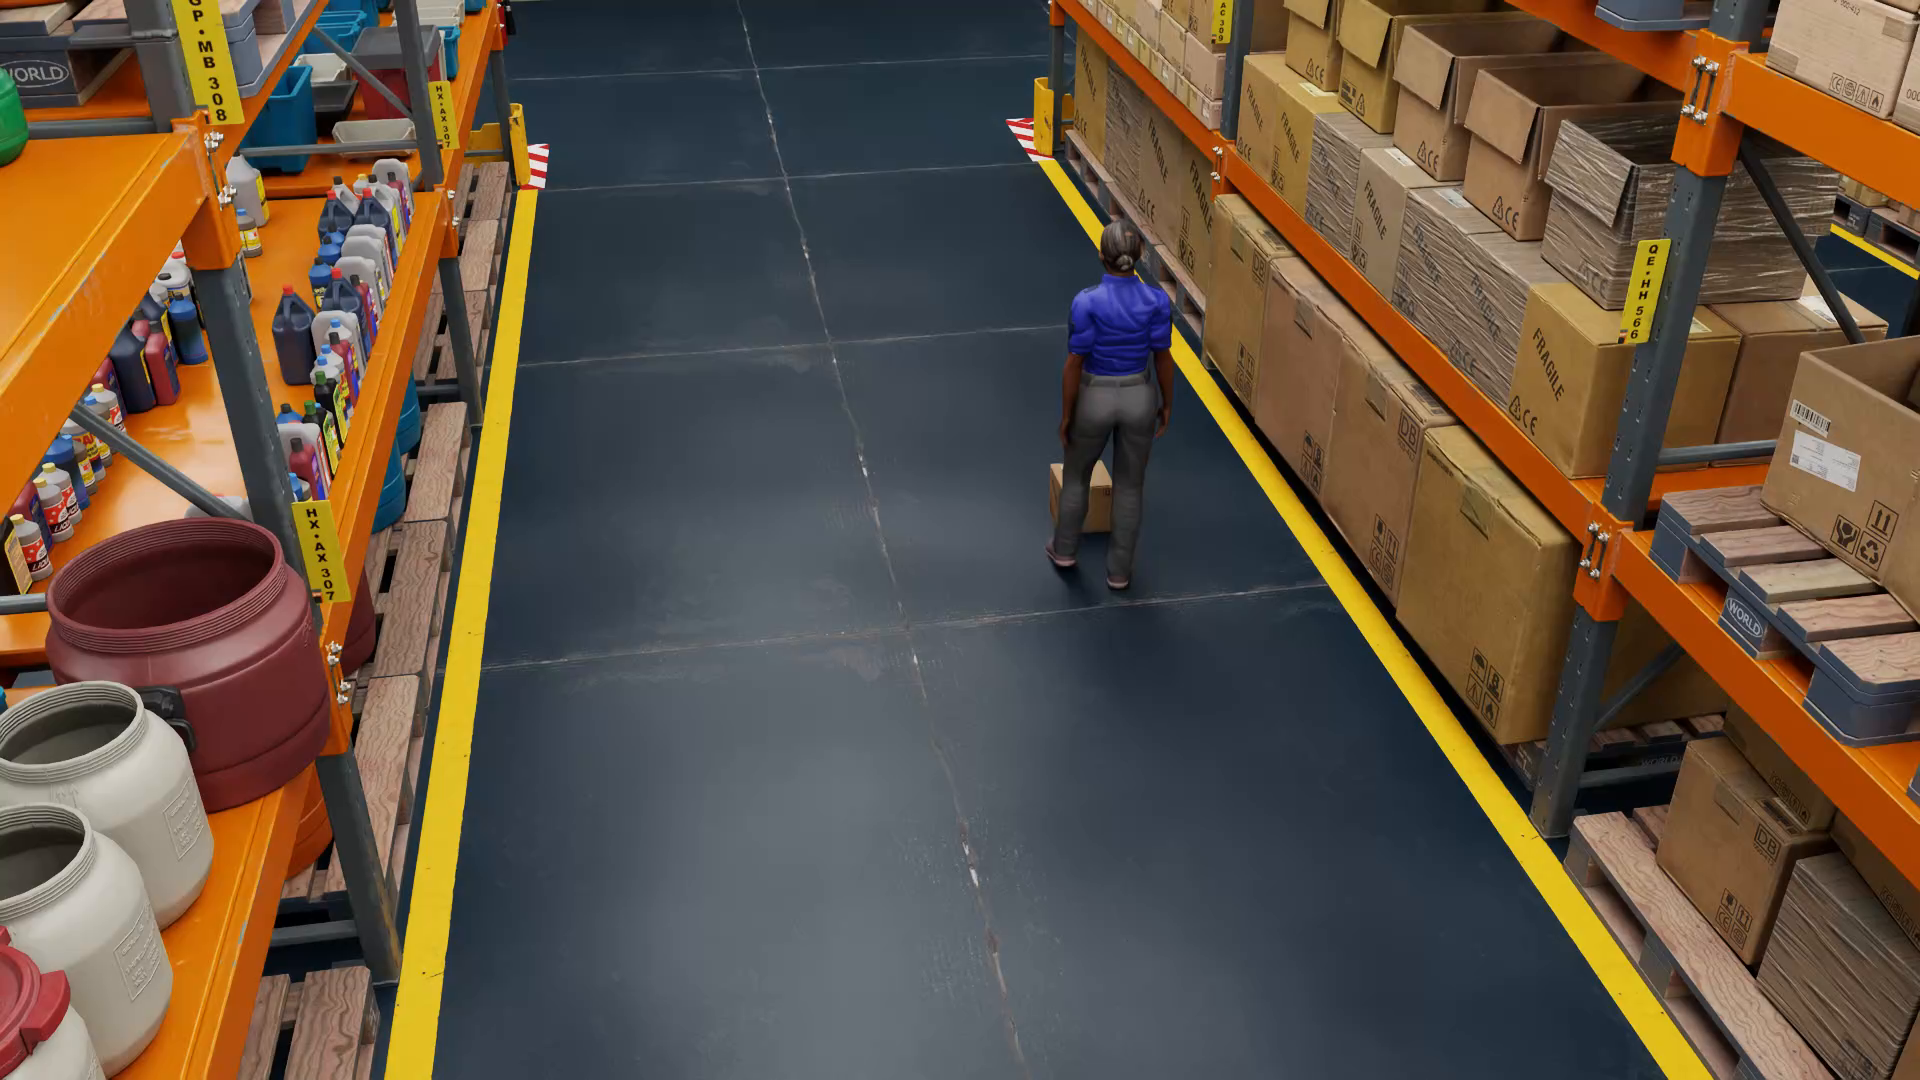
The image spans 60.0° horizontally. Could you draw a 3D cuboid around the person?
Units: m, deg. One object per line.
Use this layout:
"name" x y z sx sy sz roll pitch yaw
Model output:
"person" 0.645 -0.595 7.131 0.498 1.675 0.480 -2 31 -3
